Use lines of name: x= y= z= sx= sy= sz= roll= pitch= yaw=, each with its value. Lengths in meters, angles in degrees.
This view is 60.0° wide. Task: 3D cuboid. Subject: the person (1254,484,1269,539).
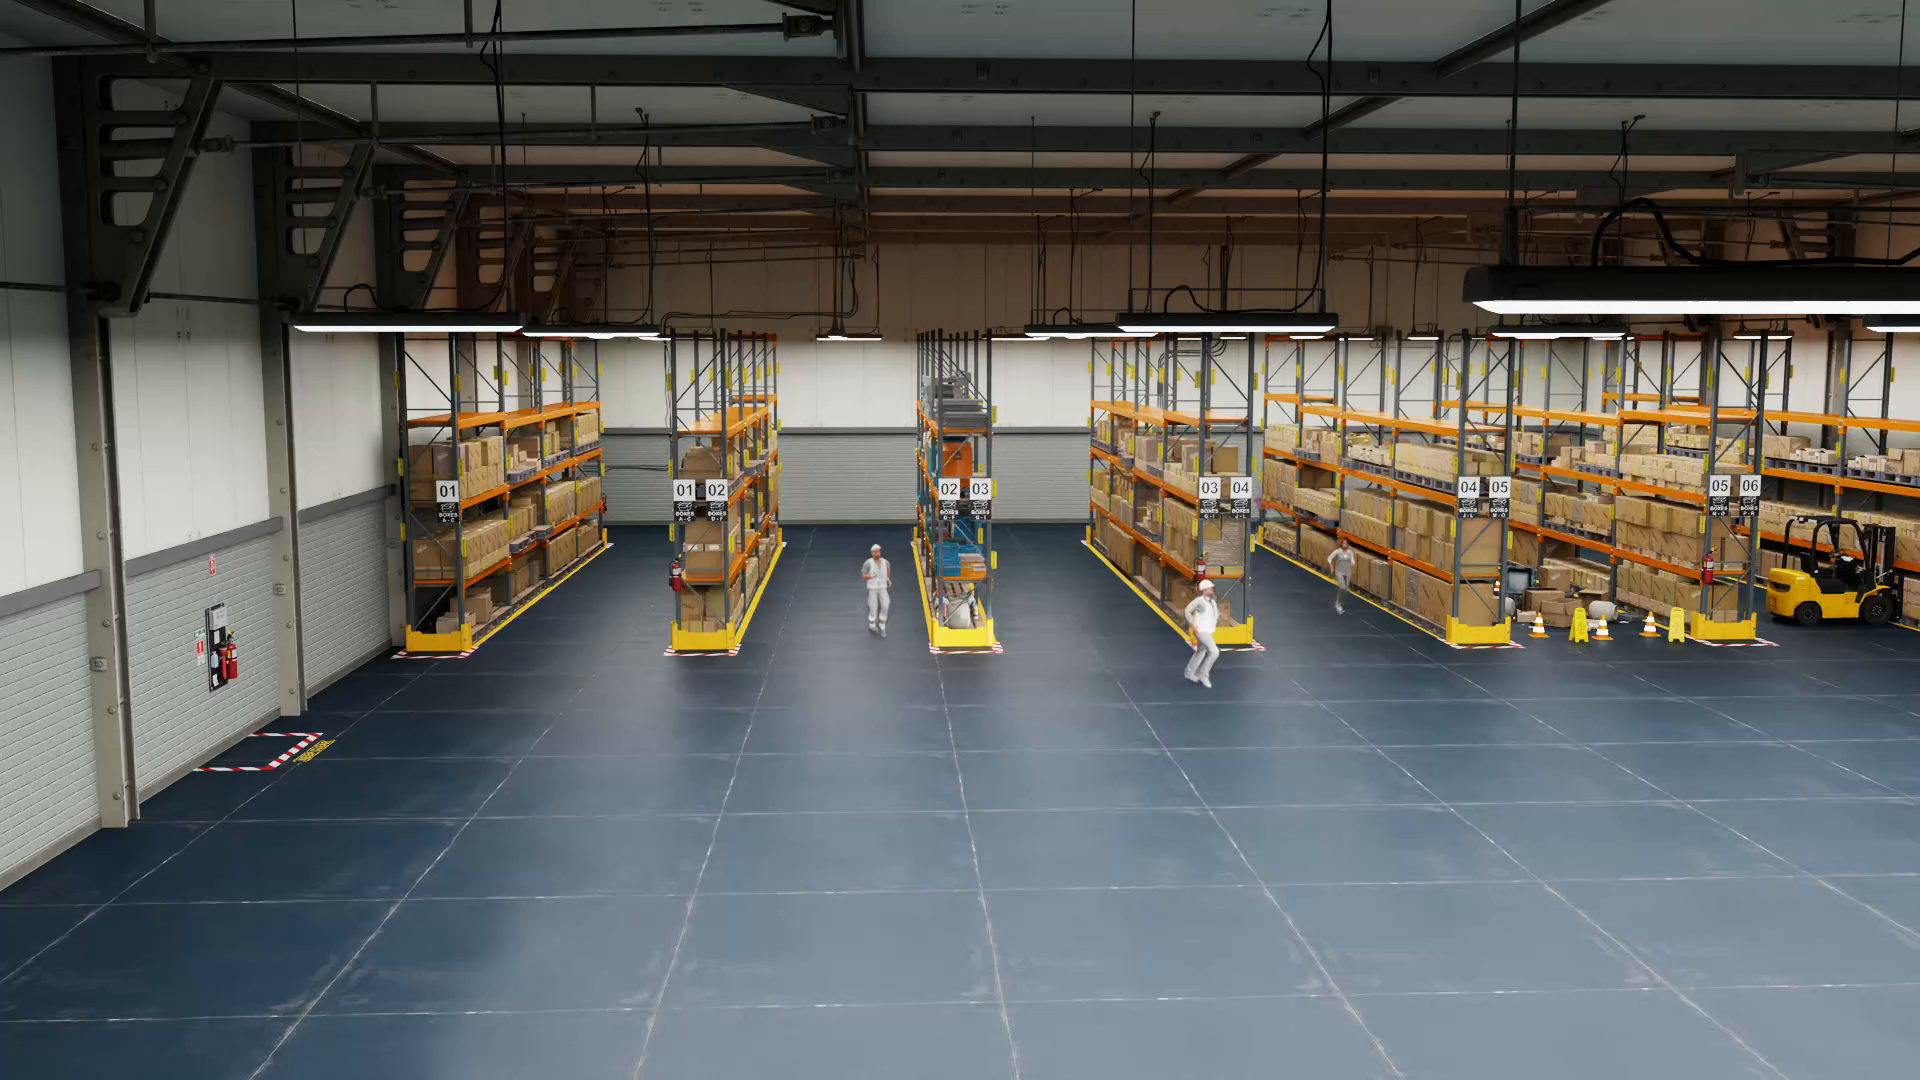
person: x=8.886 y=-0.848 z=48.748 sx=0.821 sy=1.610 sz=0.551 roll=-2 pitch=7 yaw=-14

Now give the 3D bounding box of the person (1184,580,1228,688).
person: x=4.125 y=1.560 z=27.970 sx=0.756 sy=1.809 sz=0.652 roll=4 pitch=8 yaw=29

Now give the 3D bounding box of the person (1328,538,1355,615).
person: x=8.134 y=0.768 z=35.348 sx=0.503 sy=1.617 sz=0.682 roll=-1 pitch=7 yaw=-12

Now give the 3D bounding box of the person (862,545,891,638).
person: x=-1.610 y=1.004 z=32.573 sx=0.630 sy=1.832 sz=0.708 roll=-2 pitch=7 yaw=-16
